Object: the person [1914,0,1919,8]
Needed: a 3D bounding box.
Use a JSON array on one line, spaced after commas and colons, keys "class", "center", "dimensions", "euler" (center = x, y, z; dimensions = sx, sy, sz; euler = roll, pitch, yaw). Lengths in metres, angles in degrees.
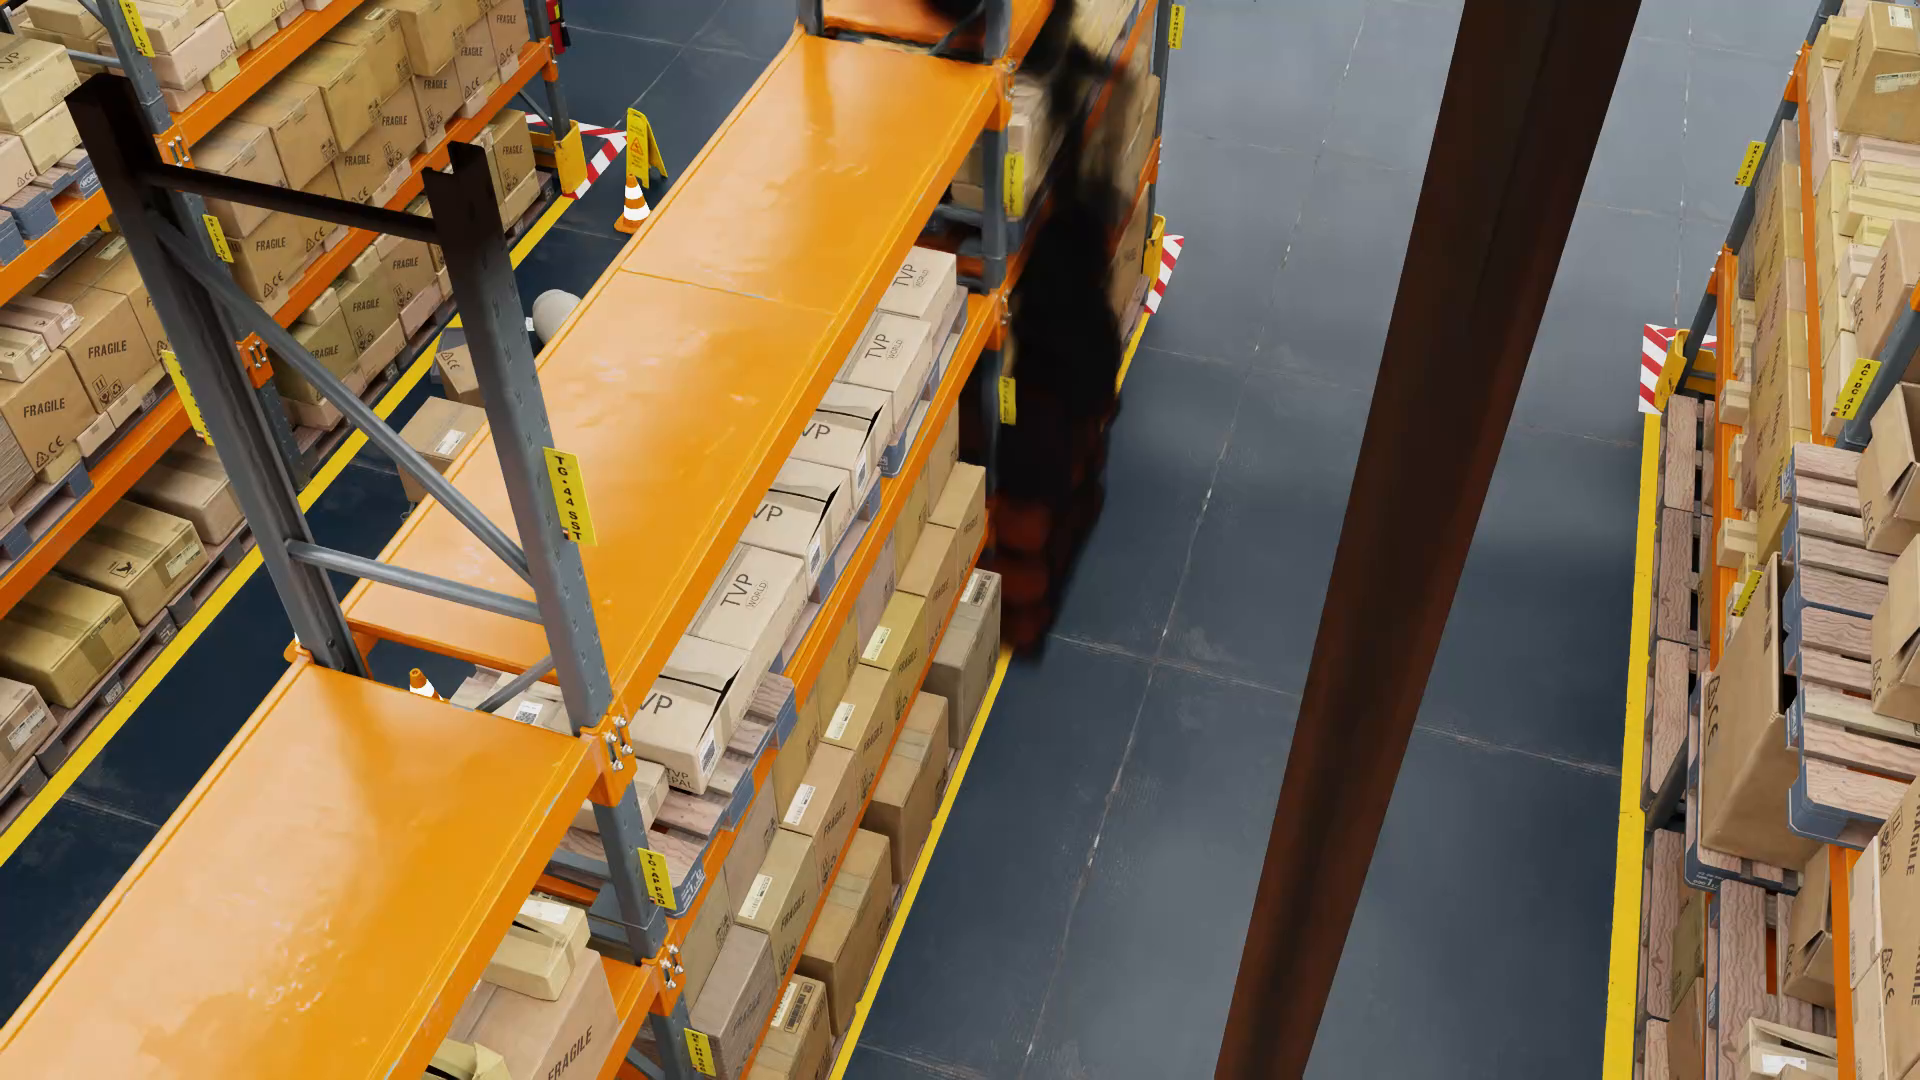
[{"class": "person", "center": [9.154, -5.586, 15.359], "dimensions": [0.693, 1.771, 0.629], "euler": [25, 51, 23]}]
